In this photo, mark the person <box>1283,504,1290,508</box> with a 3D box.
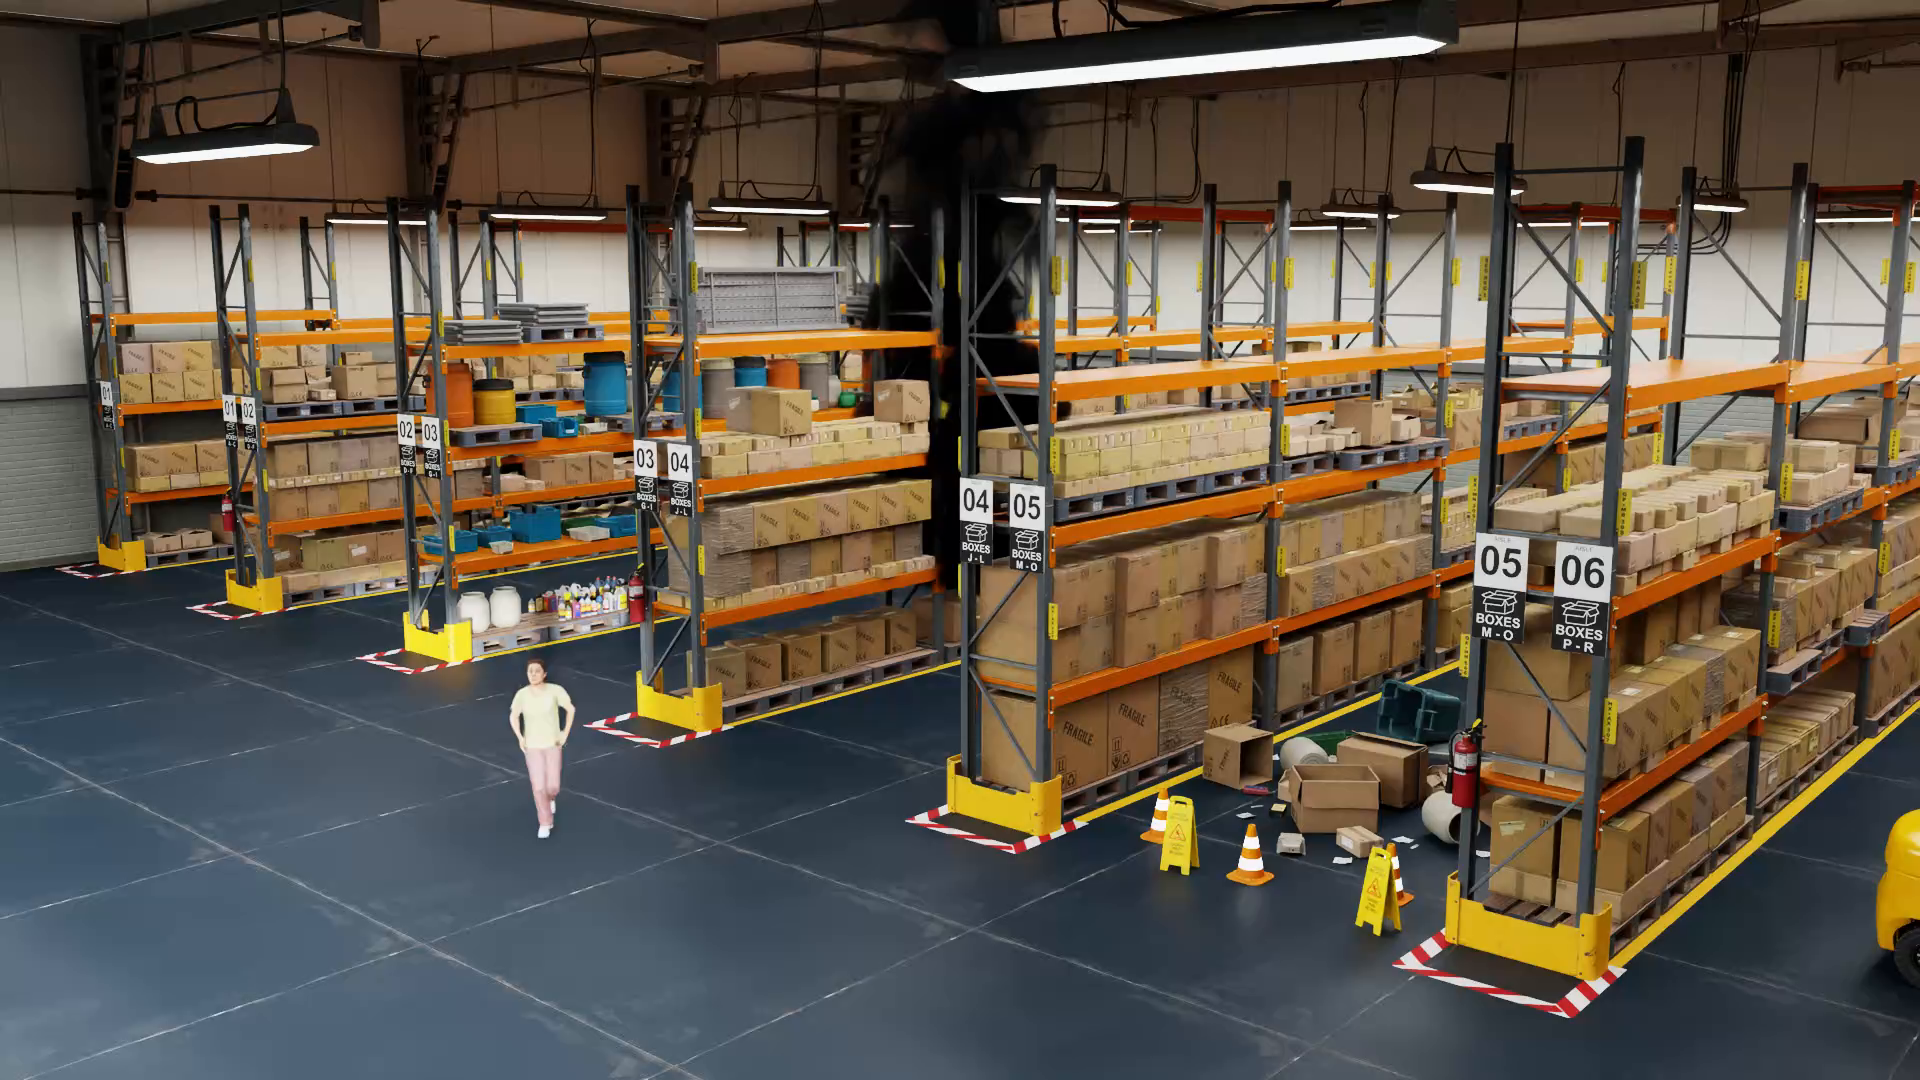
[{"bbox_3d":[4.666,0.388,23.767,0.670,1.830,0.773,8,13,41],"label":"person"}]

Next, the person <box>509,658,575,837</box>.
[{"bbox_3d":[-3.808,1.921,15.180,0.580,1.536,0.547,-1,10,-8],"label":"person"}]

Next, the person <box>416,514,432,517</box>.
[{"bbox_3d":[-9.357,-0.394,28.886,0.526,1.556,0.536,7,12,35],"label":"person"}]
